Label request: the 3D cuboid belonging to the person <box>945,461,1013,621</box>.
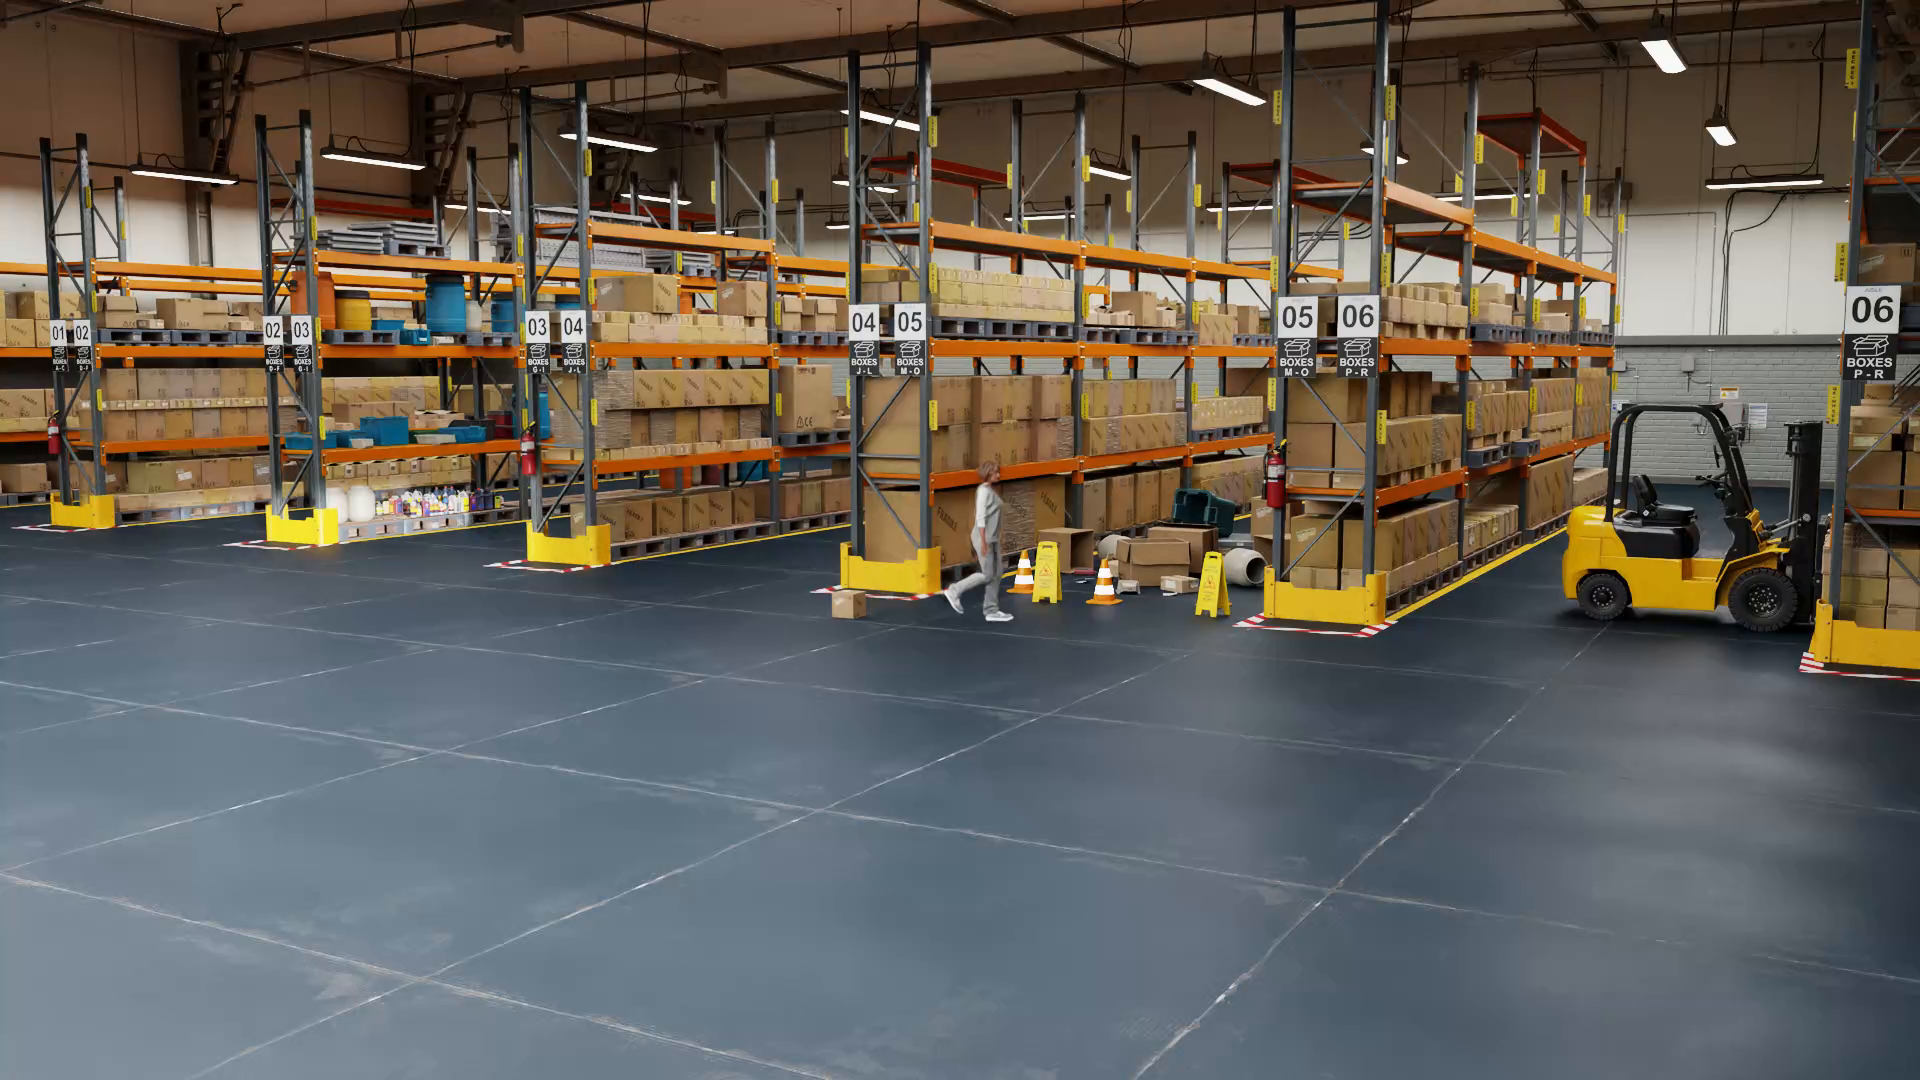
[{"bbox_3d":[0.189,0.010,16.310,0.666,1.578,0.424,1,6,12],"label":"person"}]
